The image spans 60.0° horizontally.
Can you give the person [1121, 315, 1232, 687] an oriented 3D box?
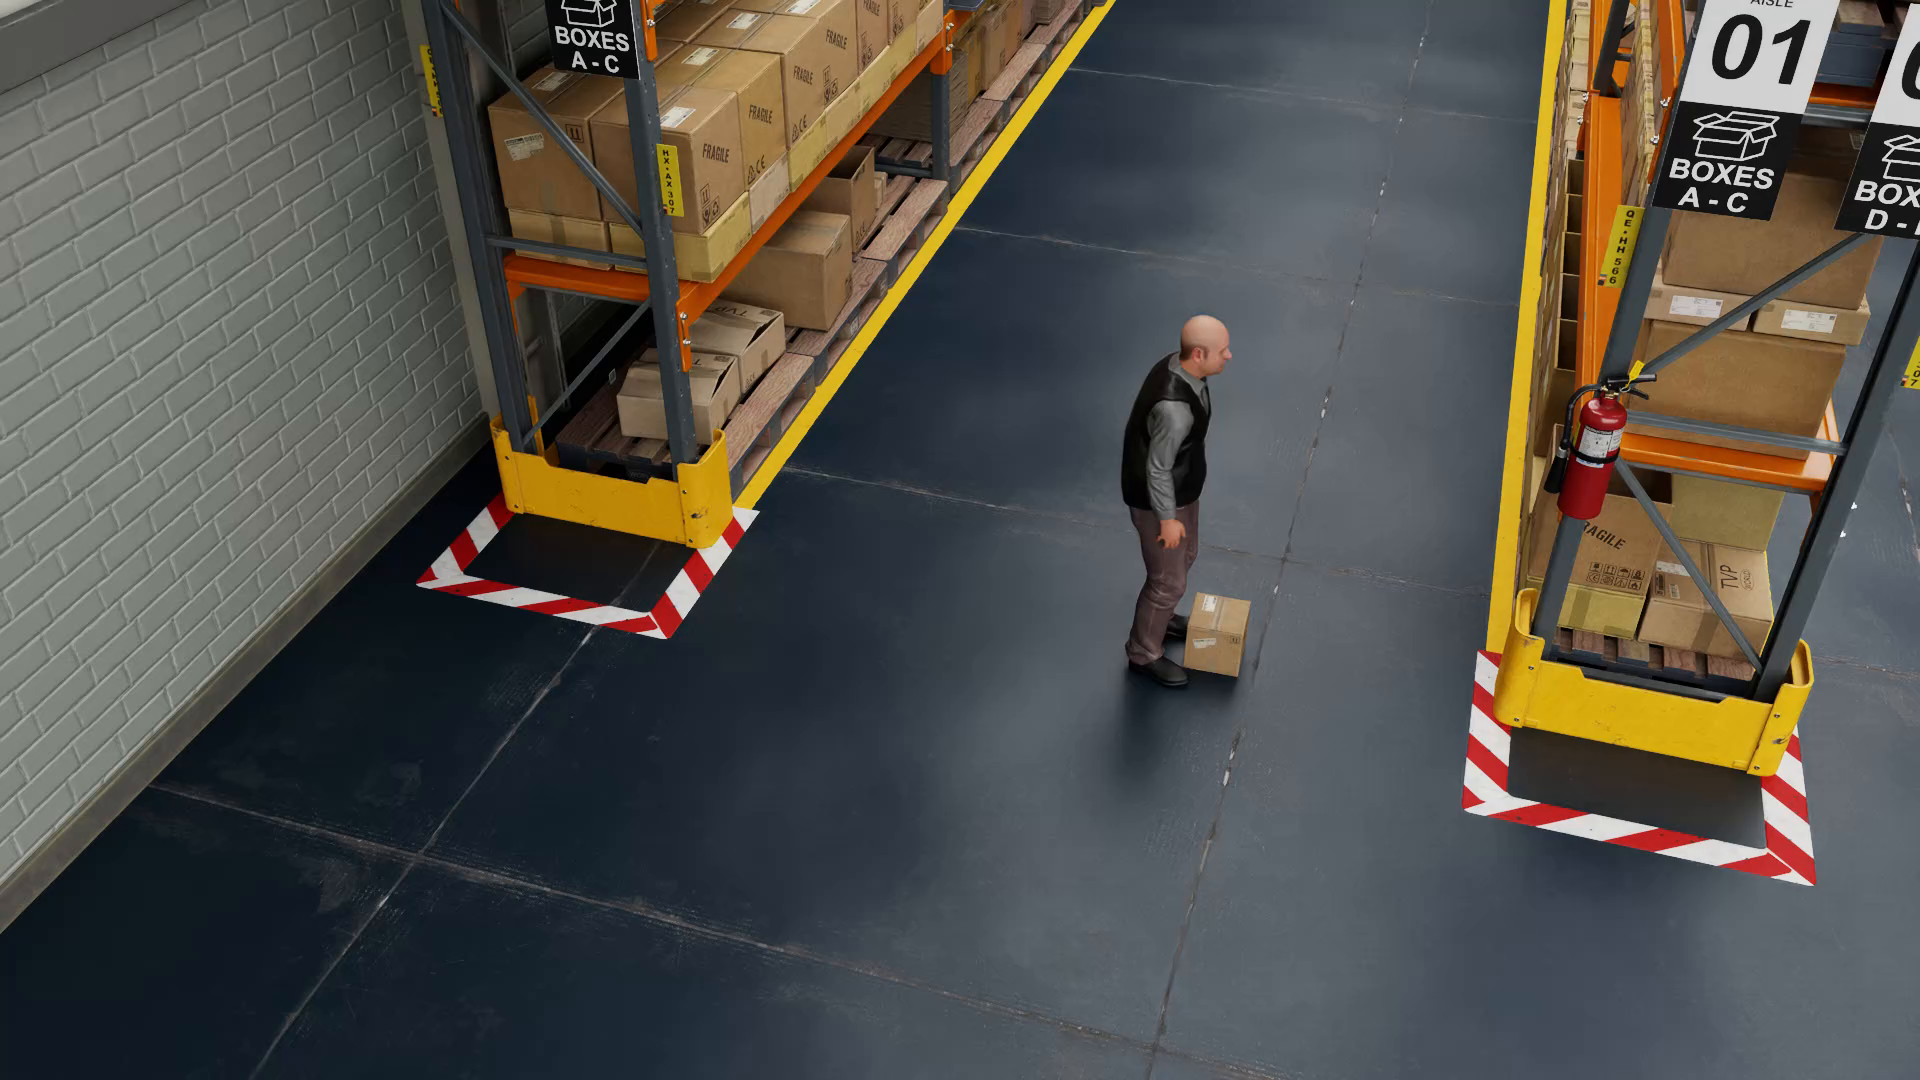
[{"bbox_3d":[0.900,-0.204,7.185,0.413,1.721,0.581,10,38,14],"label":"person"}]
